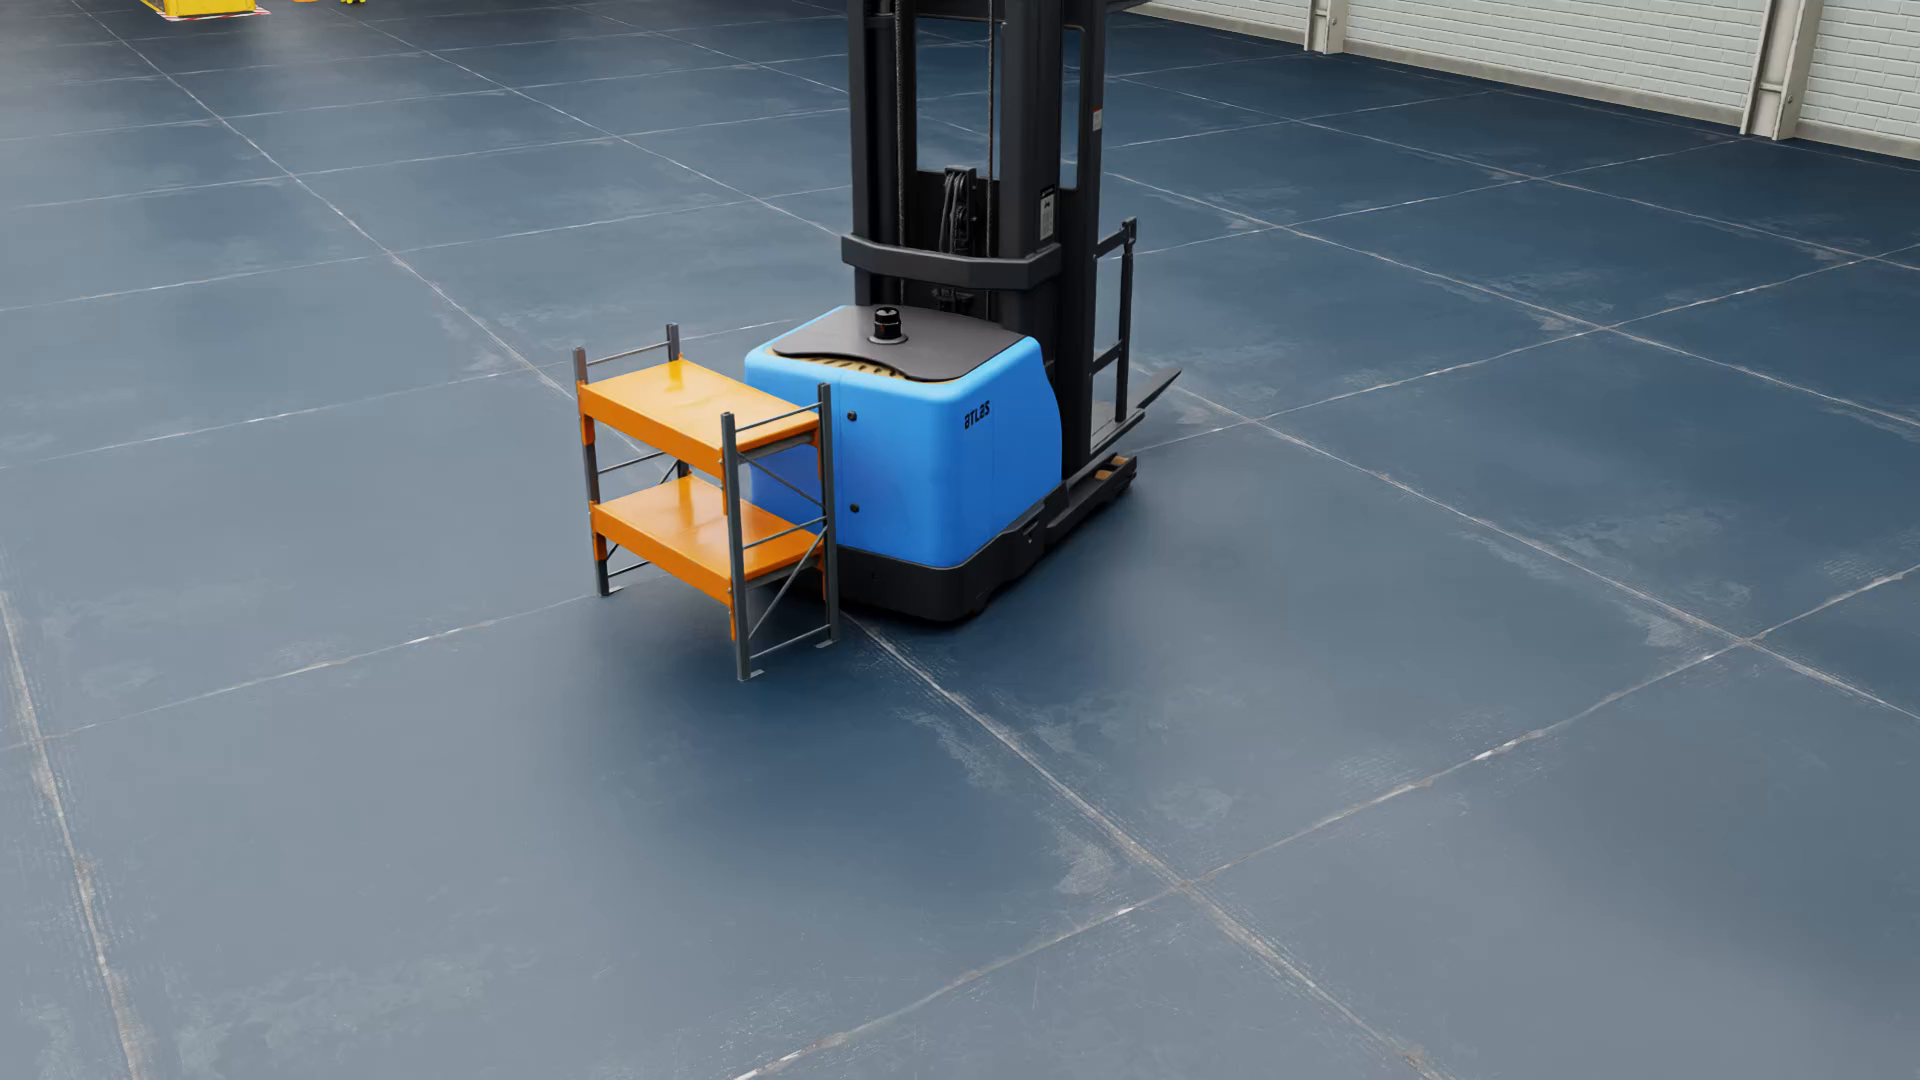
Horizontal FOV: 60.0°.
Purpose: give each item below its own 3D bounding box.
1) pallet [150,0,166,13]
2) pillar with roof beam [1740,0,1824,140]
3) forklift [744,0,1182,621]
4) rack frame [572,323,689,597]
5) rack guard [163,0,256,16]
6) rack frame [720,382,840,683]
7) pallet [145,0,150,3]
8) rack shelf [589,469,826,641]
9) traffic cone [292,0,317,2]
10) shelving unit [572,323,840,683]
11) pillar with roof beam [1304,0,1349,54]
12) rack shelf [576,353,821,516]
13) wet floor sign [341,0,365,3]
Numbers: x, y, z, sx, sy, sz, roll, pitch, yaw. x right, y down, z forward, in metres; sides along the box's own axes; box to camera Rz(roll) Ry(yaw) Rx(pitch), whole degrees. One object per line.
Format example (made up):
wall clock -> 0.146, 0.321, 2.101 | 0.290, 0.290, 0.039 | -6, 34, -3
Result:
pallet -> -11.178, -7.895, 24.227 | 1.003, 0.211, 1.213 | -16, 29, -30
pillar with roof beam -> 4.167, -6.967, 11.966 | 9.100, 9.000, 0.400 | -16, 29, -30
forklift -> 0.226, -1.584, 7.671 | 1.130, 2.935, 3.031 | 13, 28, 25
rack frame -> -1.388, -0.338, 7.149 | 0.500, 1.125, 0.032 | -22, 33, -38
rack guard -> -10.663, -7.749, 23.580 | 1.175, 0.500, 0.348 | -16, 29, -30
rack frame -> -0.688, -0.023, 6.482 | 0.500, 1.125, 0.032 | -22, 33, -38
pallet -> -11.840, -8.331, 25.150 | 1.003, 0.211, 1.213 | -16, 29, -30
rack shelf -> -1.038, 0.040, 6.920 | 0.538, 0.278, 1.000 | -22, 33, -38
traffic cone -> -9.776, -8.262, 24.709 | 0.336, 0.463, 0.334 | -16, 29, -30
shelving unit -> -1.038, -0.181, 6.815 | 0.538, 1.125, 1.048 | -22, 33, -38
pillar with roof beam -> 0.892, -9.113, 16.512 | 9.100, 9.000, 0.400 | -16, 29, -30
rack shelf -> -1.038, -0.446, 6.690 | 0.538, 0.278, 1.000 | -22, 33, -38
wet floor sign -> -9.001, -8.275, 24.522 | 0.267, 0.644, 0.232 | -22, 33, -38
